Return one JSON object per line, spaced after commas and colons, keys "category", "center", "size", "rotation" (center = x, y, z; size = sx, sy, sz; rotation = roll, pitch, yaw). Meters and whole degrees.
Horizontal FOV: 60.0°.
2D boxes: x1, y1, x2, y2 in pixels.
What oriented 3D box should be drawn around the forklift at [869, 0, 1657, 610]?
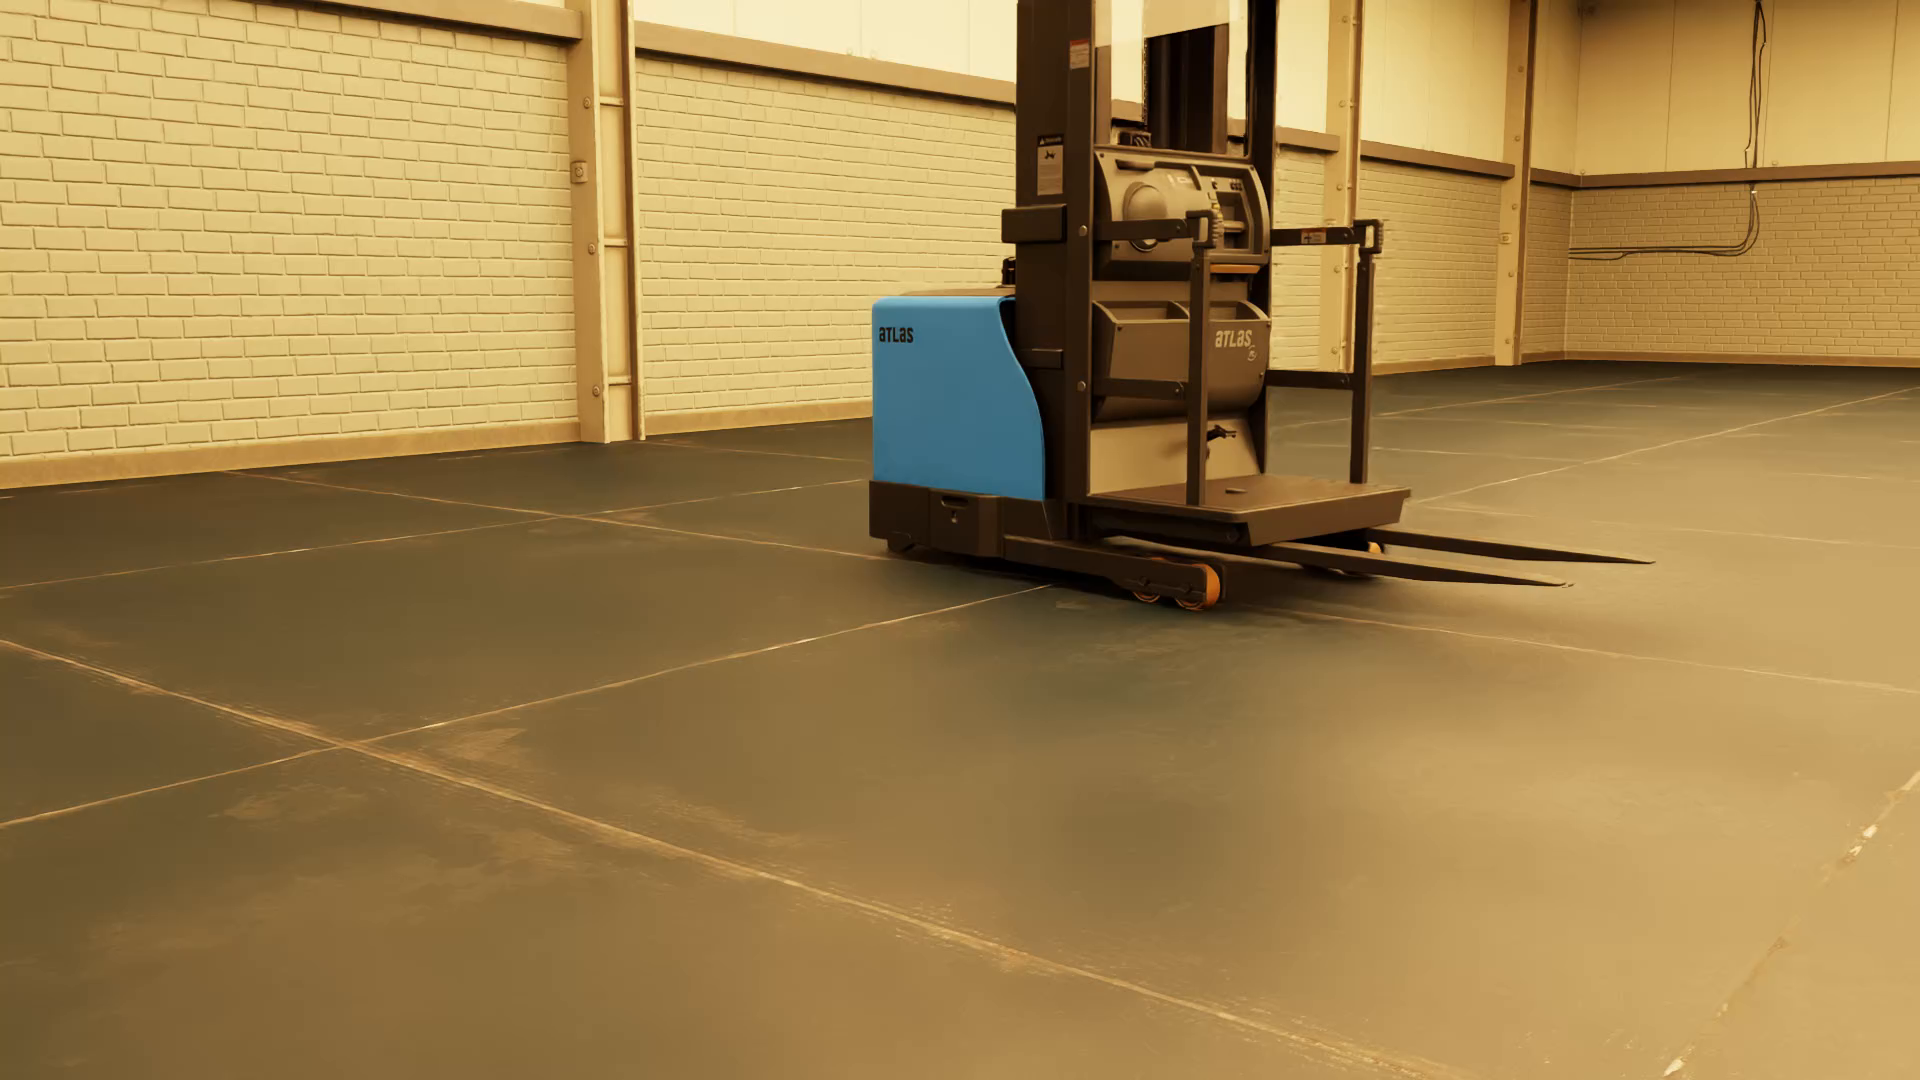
{"category": "forklift", "center": [0.991, -1.290, 6.098], "size": [1.130, 2.935, 3.031], "rotation": [-8, 11, -43]}
